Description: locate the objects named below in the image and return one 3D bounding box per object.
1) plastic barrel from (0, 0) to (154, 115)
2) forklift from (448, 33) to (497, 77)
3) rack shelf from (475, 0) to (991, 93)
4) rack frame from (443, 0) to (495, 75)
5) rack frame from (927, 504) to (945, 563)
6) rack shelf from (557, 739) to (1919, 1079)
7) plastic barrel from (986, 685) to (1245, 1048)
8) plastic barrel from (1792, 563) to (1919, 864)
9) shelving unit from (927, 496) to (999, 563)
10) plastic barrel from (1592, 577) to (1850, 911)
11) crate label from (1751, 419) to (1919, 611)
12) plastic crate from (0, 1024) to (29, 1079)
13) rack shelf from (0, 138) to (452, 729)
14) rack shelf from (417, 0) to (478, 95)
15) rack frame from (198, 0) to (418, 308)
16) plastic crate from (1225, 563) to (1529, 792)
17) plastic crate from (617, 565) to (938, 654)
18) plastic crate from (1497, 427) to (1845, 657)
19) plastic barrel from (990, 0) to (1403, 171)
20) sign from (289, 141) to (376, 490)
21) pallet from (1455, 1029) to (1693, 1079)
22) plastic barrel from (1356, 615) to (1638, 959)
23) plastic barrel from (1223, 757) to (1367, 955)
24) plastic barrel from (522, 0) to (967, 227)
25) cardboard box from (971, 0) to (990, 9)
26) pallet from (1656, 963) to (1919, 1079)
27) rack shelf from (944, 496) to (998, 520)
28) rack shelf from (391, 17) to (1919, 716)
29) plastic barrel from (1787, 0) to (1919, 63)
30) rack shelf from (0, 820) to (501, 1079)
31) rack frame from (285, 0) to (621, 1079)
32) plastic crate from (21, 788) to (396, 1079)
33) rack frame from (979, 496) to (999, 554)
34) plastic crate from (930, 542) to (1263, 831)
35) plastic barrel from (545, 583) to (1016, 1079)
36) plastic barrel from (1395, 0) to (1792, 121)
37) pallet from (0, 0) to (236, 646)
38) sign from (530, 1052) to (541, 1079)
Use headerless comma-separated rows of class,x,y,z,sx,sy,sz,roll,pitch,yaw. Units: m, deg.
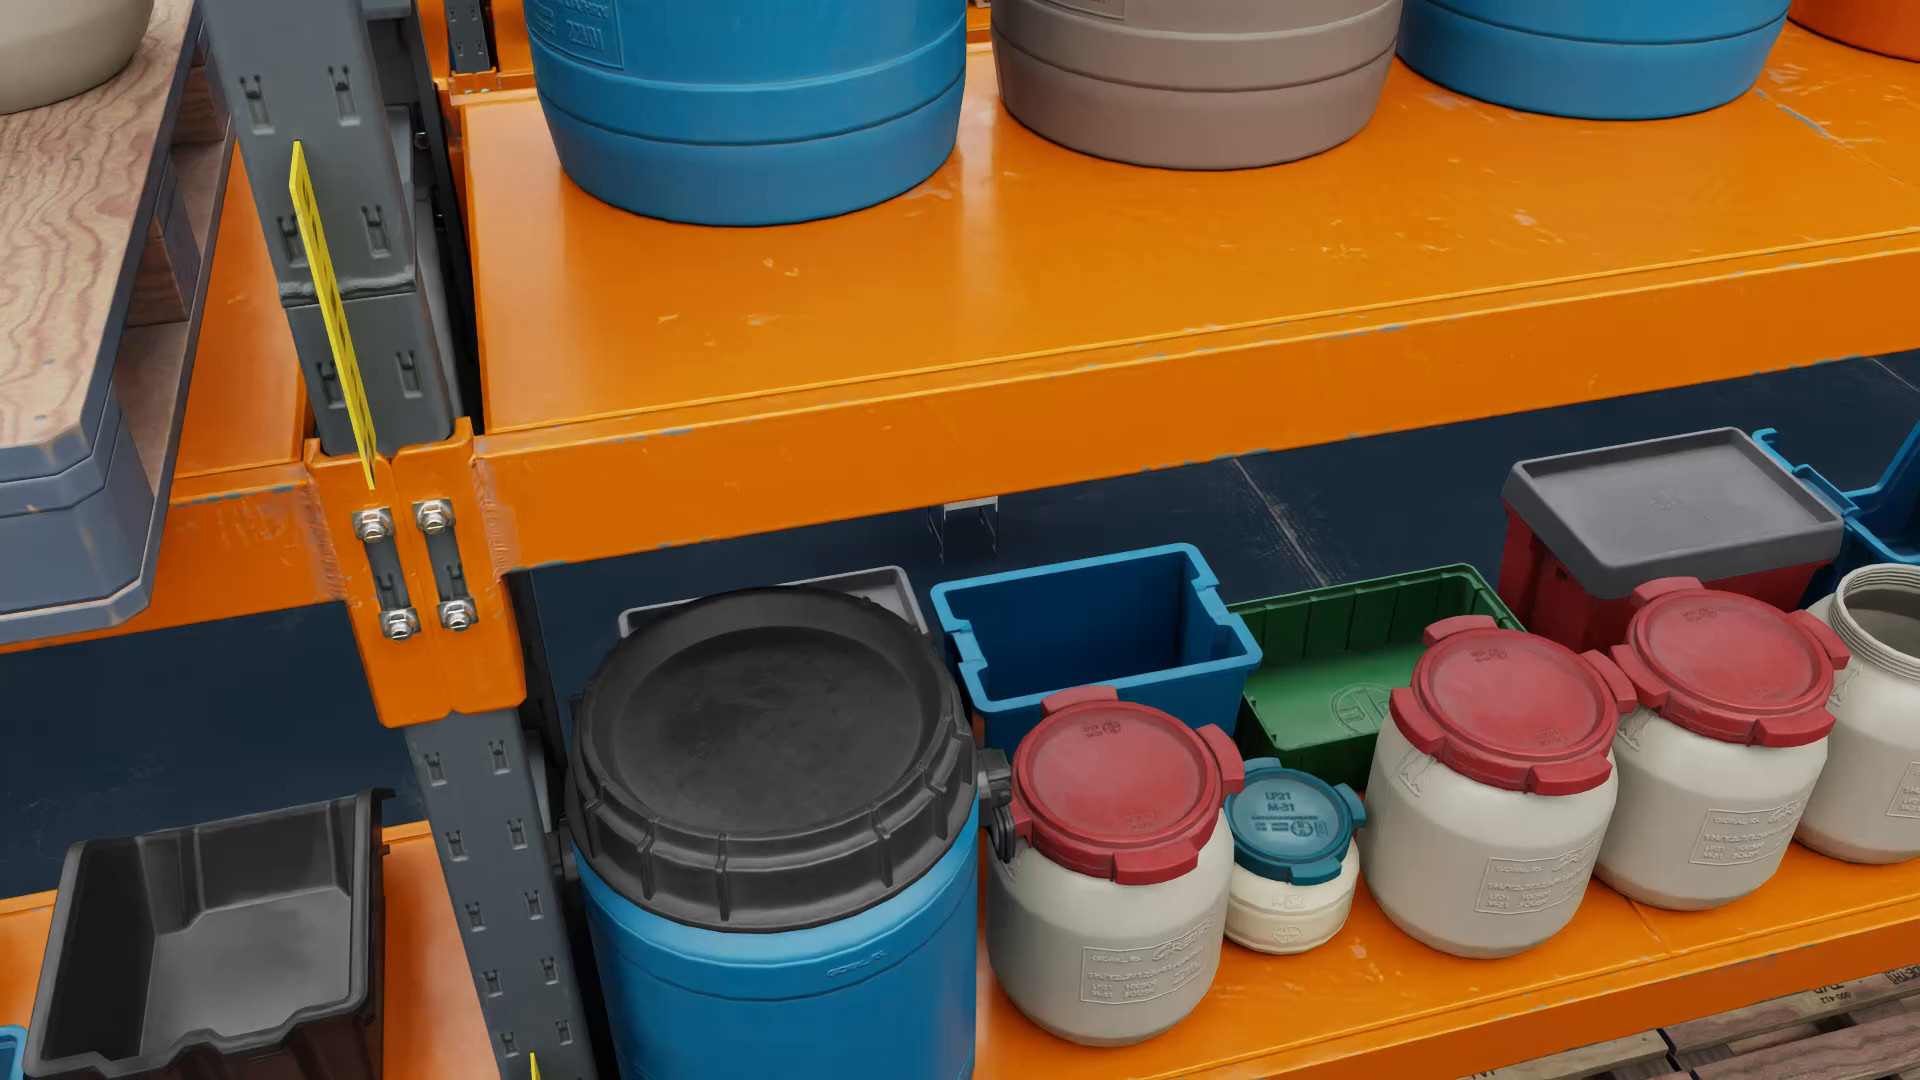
plastic barrel,-1.190,-0.785,1.901,0.421,0.512,0.421,0,37,0
forklift,-2.724,-4.006,9.074,1.130,2.935,3.031,-11,39,-14
rack shelf,-0.080,-2.273,7.344,4.000,0.370,1.077,-9,38,-12
rack frame,-2.011,-2.241,6.711,0.127,3.000,1.000,-9,38,-12
rack frame,-0.090,-0.343,5.957,0.006,0.900,0.240,-9,38,-12
rack shelf,1.208,0.634,3.545,4.000,0.370,1.077,-9,38,-12
plastic barrel,0.258,0.588,2.901,0.433,0.535,0.433,0,37,0
plastic barrel,1.794,0.342,3.243,0.421,0.512,0.421,0,37,0
shelving unit,0.008,-0.359,5.978,0.210,0.900,0.258,-9,38,-12
plastic barrel,1.384,0.403,3.143,0.433,0.535,0.433,0,37,0
crate label,2.109,0.016,3.732,0.616,0.435,0.502,-9,38,-12
plastic crate,-1.721,1.058,2.520,0.616,0.251,0.499,-9,38,-12
rack shelf,-2.654,0.076,1.805,4.000,0.370,1.077,-9,38,-12
rack shelf,-3.942,-1.639,6.516,4.000,0.370,1.077,-9,38,-12
rack frame,-0.723,-1.718,1.090,0.127,3.000,1.000,-9,38,-12
plastic crate,0.884,0.307,3.554,0.662,0.188,0.450,-9,38,-12
plastic crate,-0.336,0.383,3.228,0.583,0.464,0.402,-9,38,-12
plastic crate,1.499,0.082,3.621,0.583,0.464,0.402,-9,38,-12
plastic barrel,0.343,-1.037,2.256,0.600,0.901,0.600,0,37,0
sign,-0.591,-0.206,1.574,0.005,0.325,0.100,-9,38,-12
pallet,1.205,1.430,4.207,1.213,0.211,1.003,-9,38,-12
plastic barrel,0.966,0.472,3.053,0.433,0.535,0.433,0,37,0
plastic barrel,0.595,0.600,3.111,0.301,0.262,0.301,0,37,0
plastic barrel,-0.289,-0.934,2.120,0.708,0.901,0.600,-9,38,-12
cardboard box,0.235,-2.639,7.149,0.500,0.500,0.500,-11,39,-14
pallet,2.380,1.238,4.457,1.213,0.211,1.003,-9,38,-12
rack shelf,0.008,-0.189,6.108,0.200,0.077,0.258,-9,38,-12
rack shelf,1.208,-0.558,2.634,4.000,0.370,1.077,-9,38,-12
plastic barrel,1.658,-1.225,2.560,0.708,0.830,0.600,-9,38,-12
rack shelf,-2.654,1.267,2.717,4.000,0.370,1.077,-9,38,-12
rack frame,-0.723,0.665,2.912,0.127,3.000,1.000,-9,38,-12
plastic crate,-1.262,0.698,2.920,0.504,0.338,0.767,-9,38,-12
rack frame,0.106,-0.375,5.999,0.006,0.900,0.240,-9,38,-12
plastic crate,0.261,0.314,3.384,0.575,0.384,0.392,-9,38,-12
plastic barrel,-0.271,0.582,2.608,0.708,0.901,0.600,-9,38,-12
plastic barrel,0.974,-1.141,2.391,0.708,0.901,0.600,-9,38,-12
pallet,-1.394,-0.280,1.834,1.003,0.211,1.213,-9,38,-12
sign,-0.591,0.879,2.404,0.005,0.325,0.100,-9,38,-12
